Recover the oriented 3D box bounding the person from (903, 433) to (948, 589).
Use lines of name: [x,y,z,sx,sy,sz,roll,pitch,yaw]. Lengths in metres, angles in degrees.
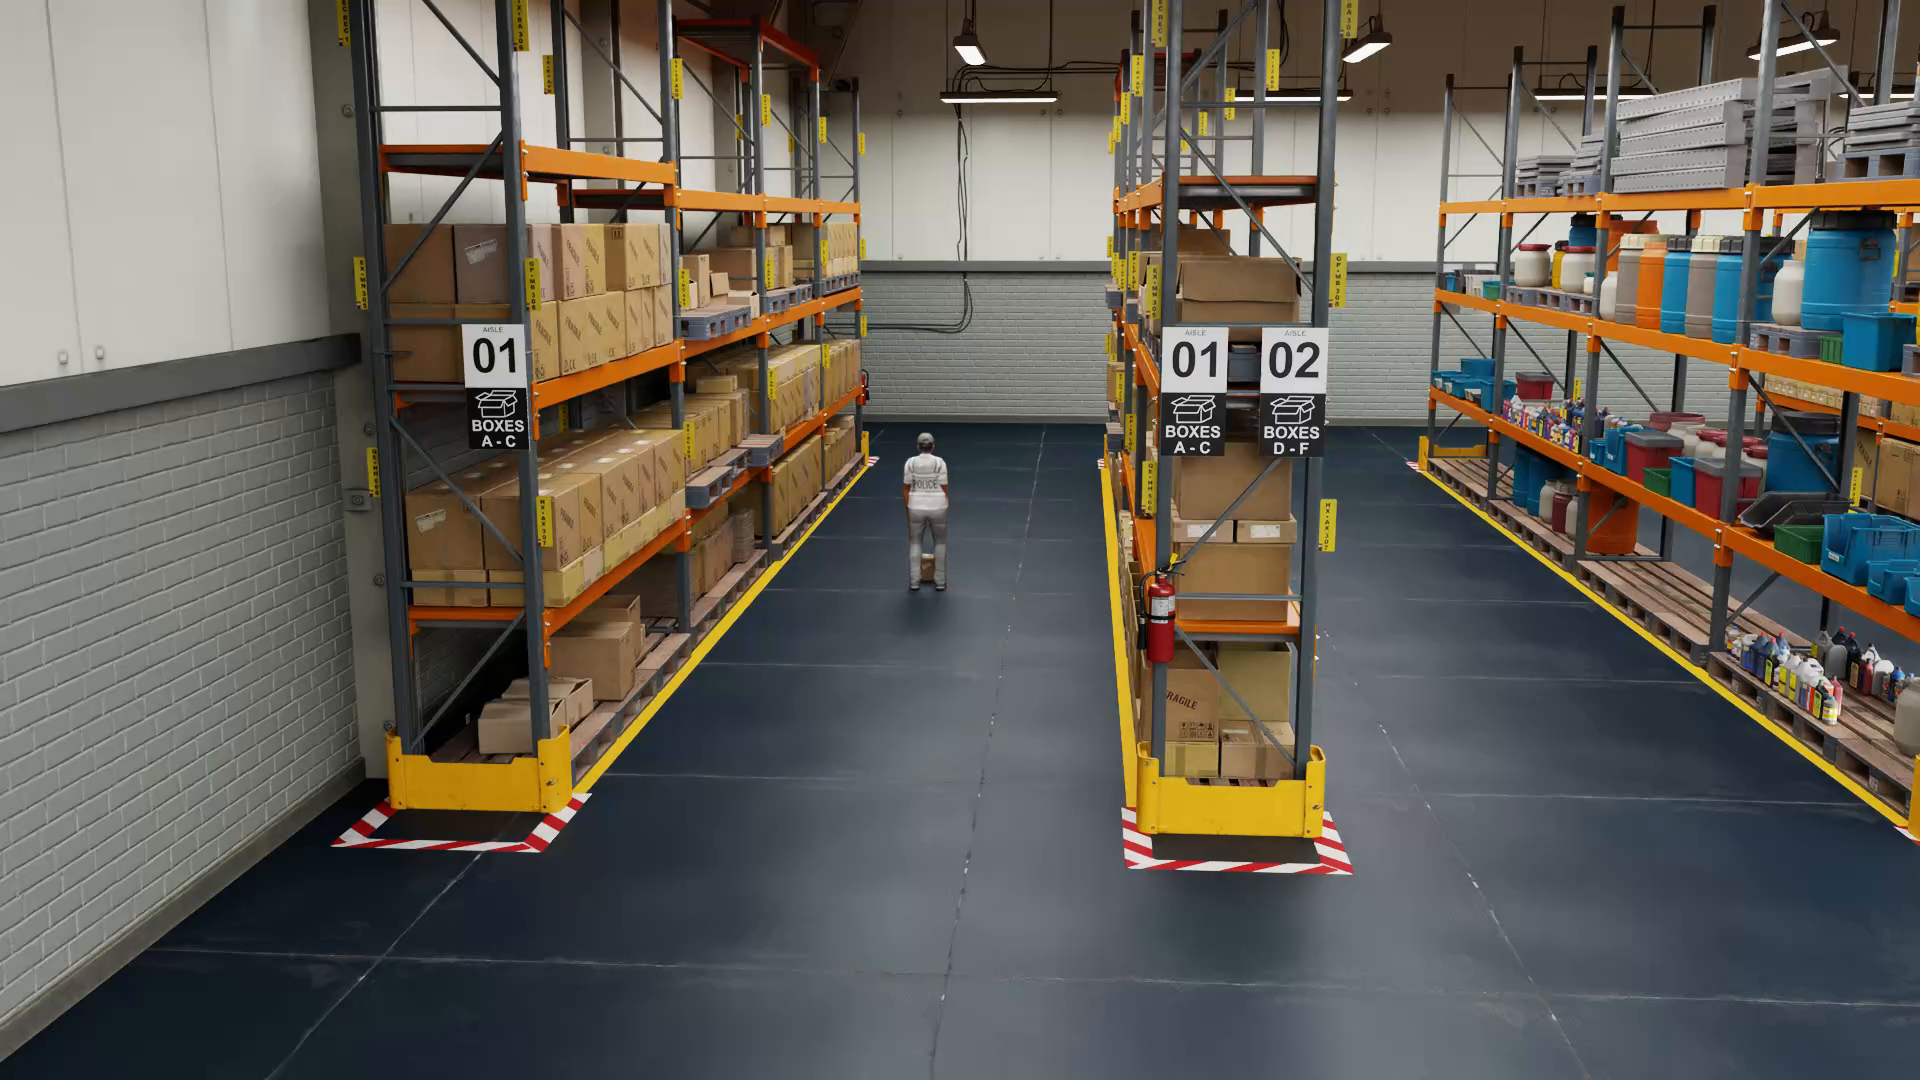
person: [-0.360,-0.295,17.531,0.475,1.656,0.395,1,11,5]
